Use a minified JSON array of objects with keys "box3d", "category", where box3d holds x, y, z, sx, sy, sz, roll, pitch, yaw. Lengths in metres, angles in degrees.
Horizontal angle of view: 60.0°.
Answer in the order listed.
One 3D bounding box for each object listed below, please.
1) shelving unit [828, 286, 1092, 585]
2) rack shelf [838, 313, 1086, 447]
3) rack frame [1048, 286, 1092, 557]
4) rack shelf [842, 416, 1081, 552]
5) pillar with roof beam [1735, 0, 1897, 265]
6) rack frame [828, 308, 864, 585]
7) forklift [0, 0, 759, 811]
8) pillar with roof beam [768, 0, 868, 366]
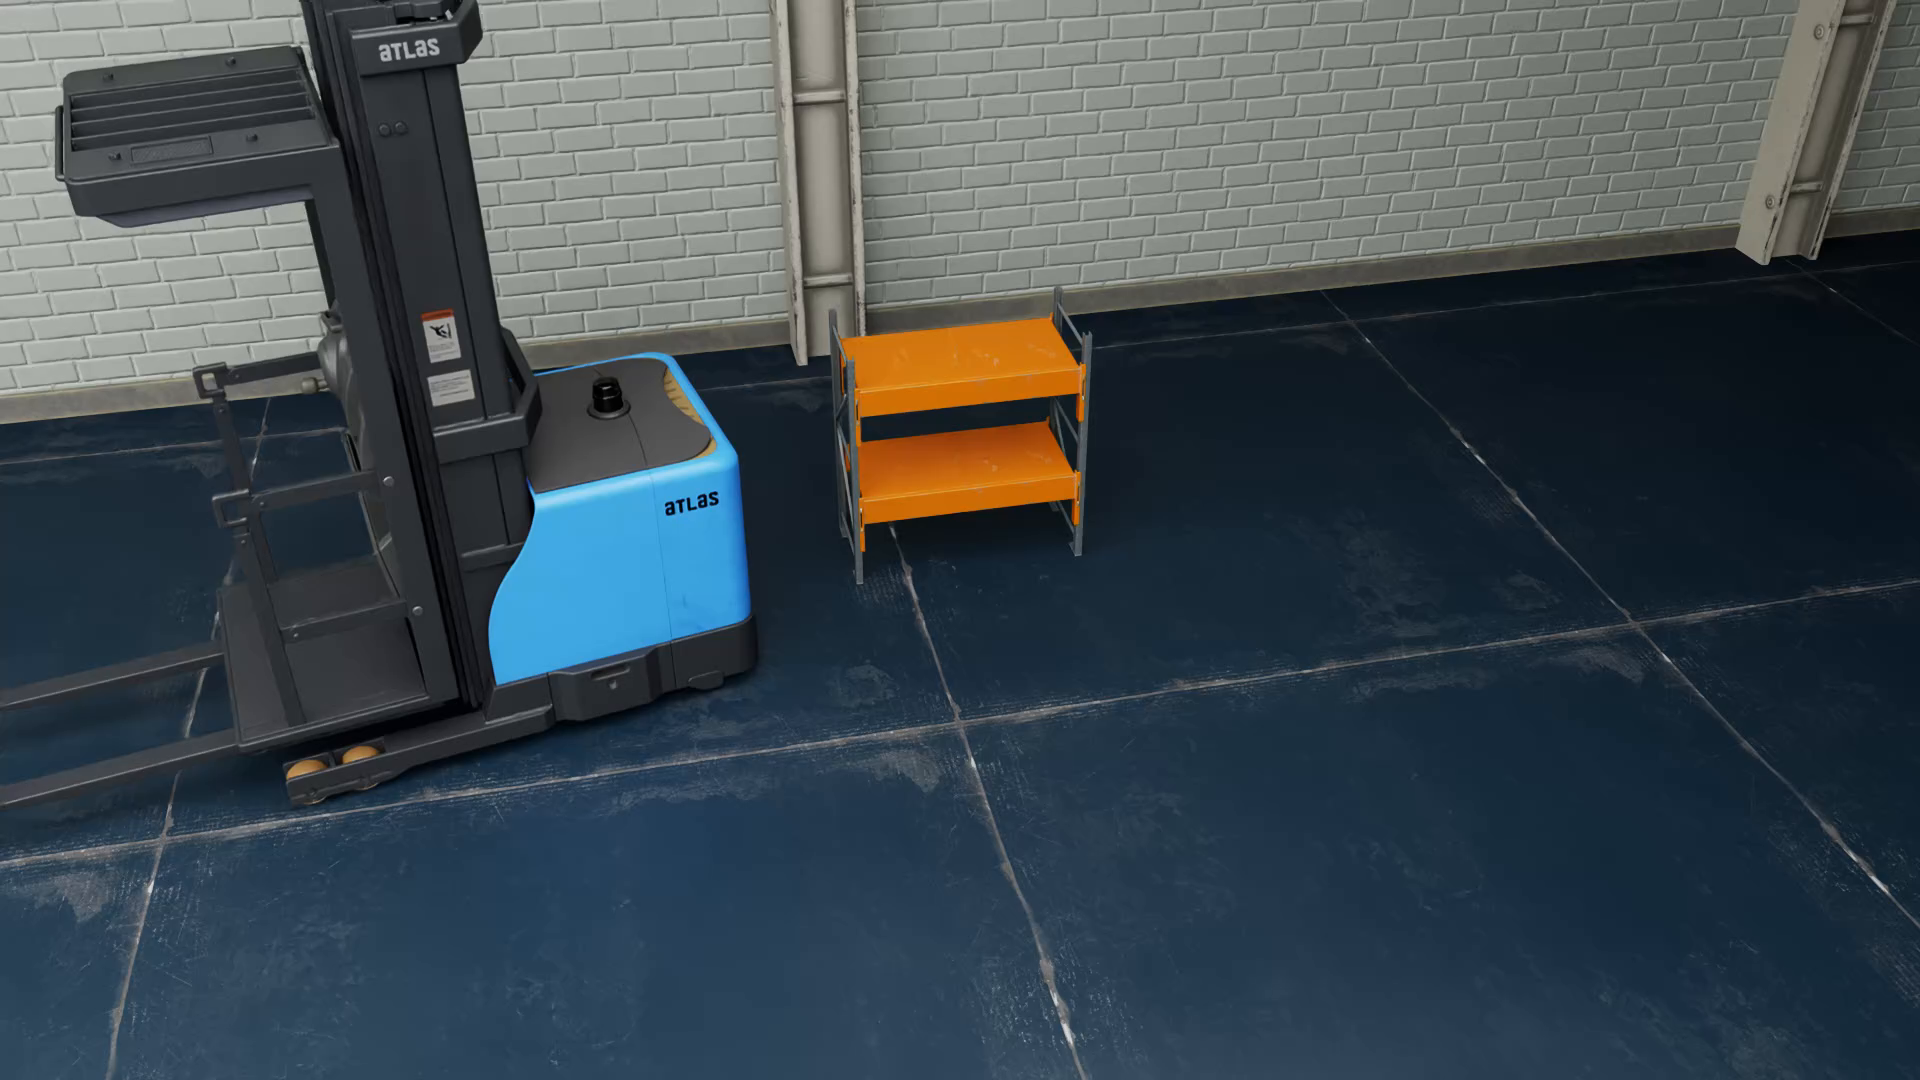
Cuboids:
[{"box3d":[-0.007,-0.466,7.435,1.048,1.125,0.538,-7,35,-11],"category":"shelving unit"},{"box3d":[-0.007,-0.709,7.272,1.000,0.278,0.538,-7,35,-11],"category":"rack shelf"},{"box3d":[0.489,-0.529,7.528,0.032,1.125,0.500,-7,35,-11],"category":"rack frame"},{"box3d":[-0.007,-0.263,7.572,1.000,0.278,0.538,-7,35,-11],"category":"rack shelf"},{"box3d":[6.065,-3.205,4.451,0.400,9.000,9.100,-7,35,-11],"category":"pillar with roof beam"},{"box3d":[-0.502,-0.404,7.342,0.032,1.125,0.500,-7,35,-11],"category":"rack frame"},{"box3d":[-2.396,-0.557,5.950,3.031,2.935,1.130,-14,36,-20],"category":"forklift"},{"box3d":[0.213,-2.468,3.352,0.400,9.000,9.100,-7,35,-11],"category":"pillar with roof beam"}]
